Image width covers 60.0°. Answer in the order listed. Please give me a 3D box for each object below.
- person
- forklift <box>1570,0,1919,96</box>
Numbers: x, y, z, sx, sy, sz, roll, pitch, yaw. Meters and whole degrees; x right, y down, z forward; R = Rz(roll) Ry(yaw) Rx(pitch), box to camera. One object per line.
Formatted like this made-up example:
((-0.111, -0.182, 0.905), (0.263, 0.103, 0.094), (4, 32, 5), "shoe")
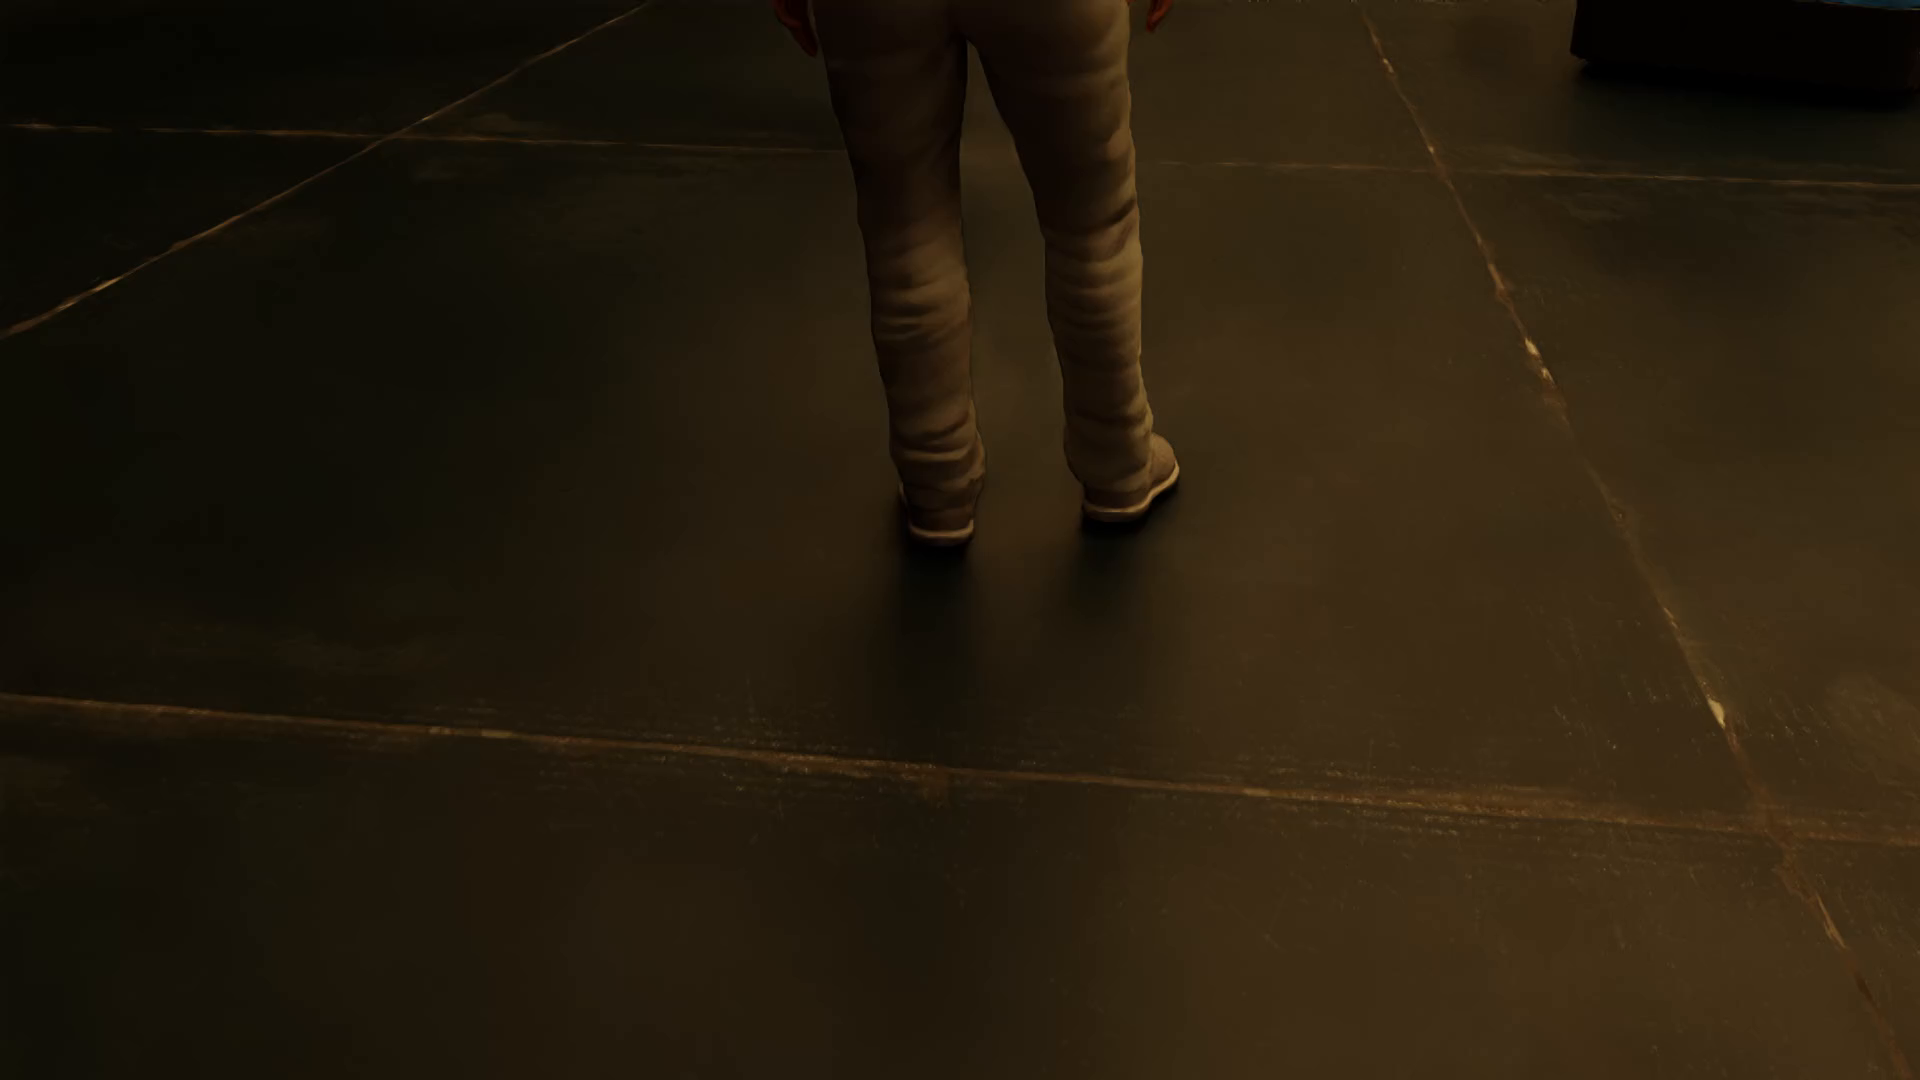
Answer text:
((0.033, -0.785, 2.190), (0.598, 1.669, 0.529), (3, 27, 7), "person")
((3.362, -3.293, 5.818), (1.130, 2.935, 3.031), (18, 32, 32), "forklift")
